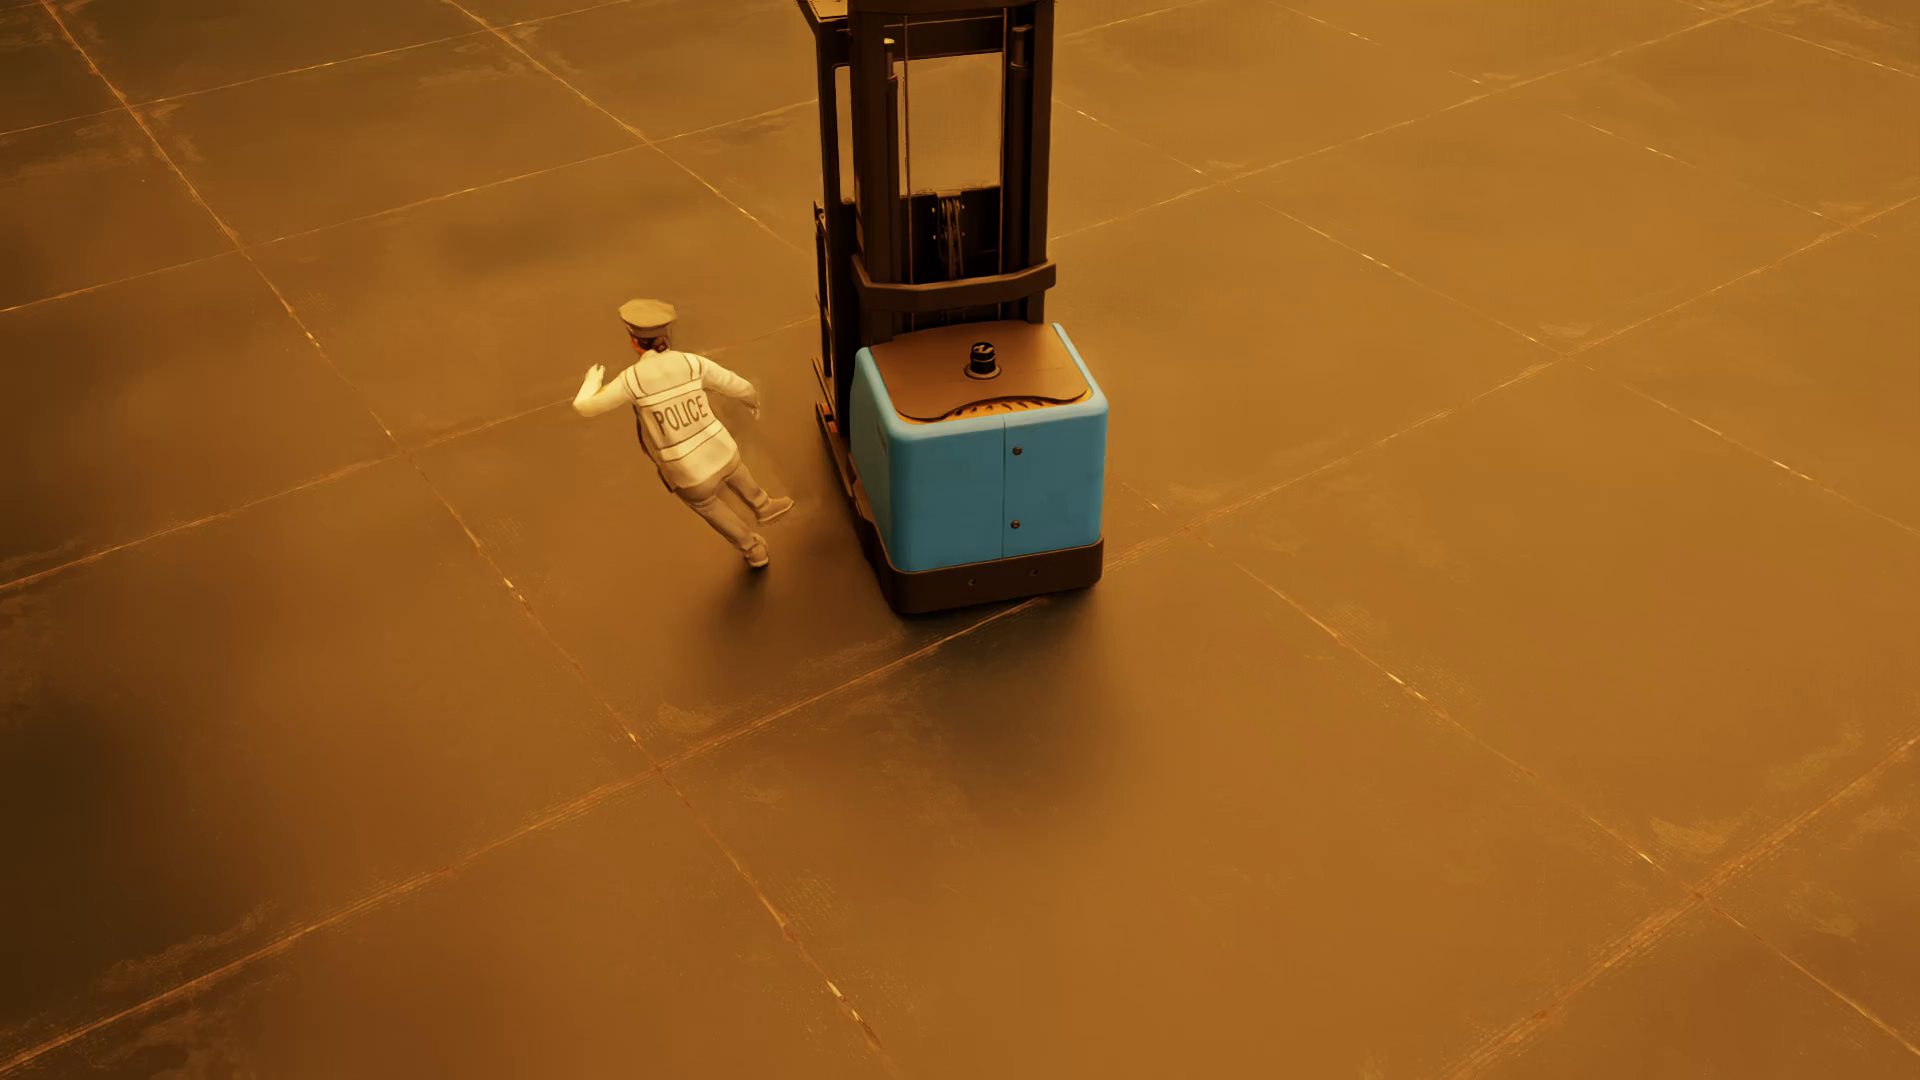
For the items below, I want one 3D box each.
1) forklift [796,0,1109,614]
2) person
[{"bbox_3d":[-0.173,-1.707,8.254,1.130,2.935,3.031,-9,37,-11],"label":"forklift"},{"bbox_3d":[-1.287,-0.510,7.904,0.991,1.428,0.858,-26,44,-31],"label":"person"}]
